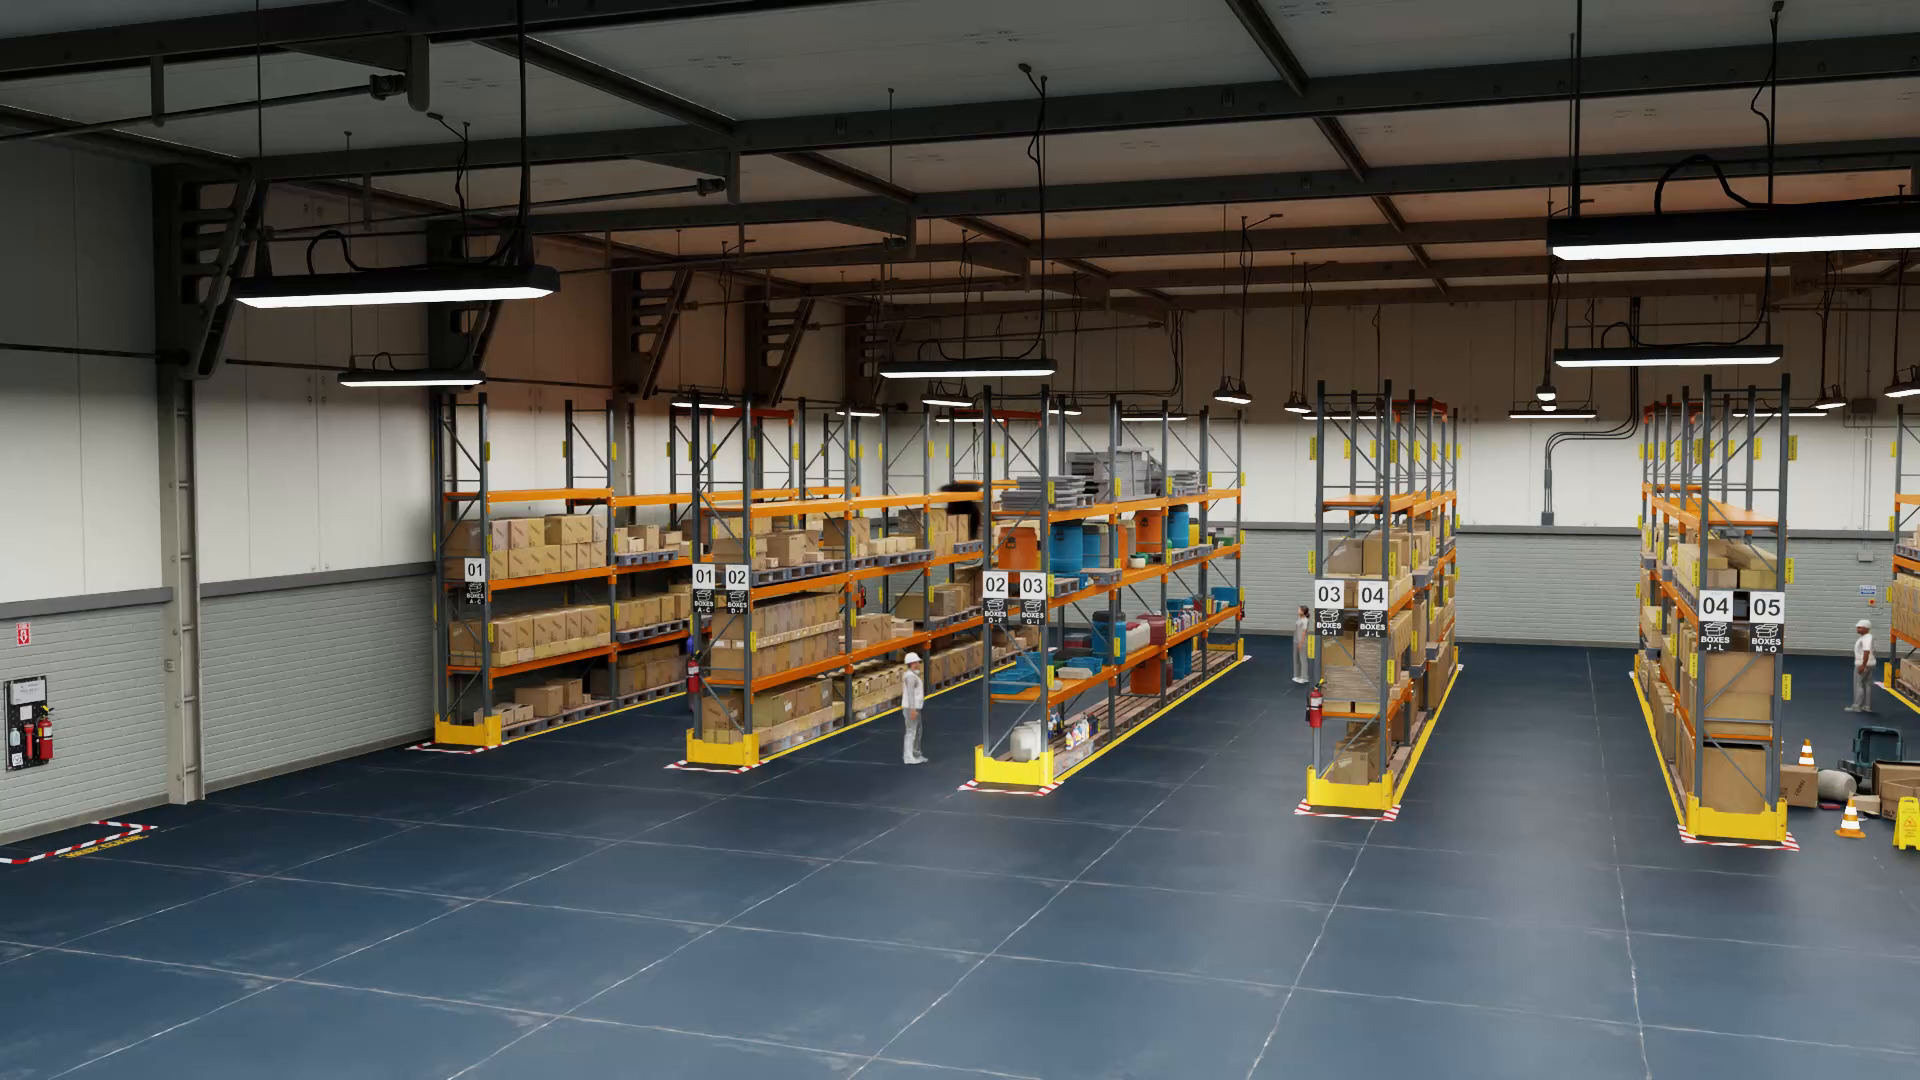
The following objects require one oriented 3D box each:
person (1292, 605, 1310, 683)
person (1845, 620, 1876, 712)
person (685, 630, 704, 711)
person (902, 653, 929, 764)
[{"bbox_3d":[7.394,2.245,36.051,0.373,1.677,0.458,-1,3,-23],"label":"person"},{"bbox_3d":[17.417,2.422,32.081,0.615,1.763,0.438,-2,4,-36],"label":"person"},{"bbox_3d":[-5.136,2.502,32.200,0.332,1.743,0.507,1,3,18],"label":"person"},{"bbox_3d":[-0.717,2.713,26.682,0.447,1.810,0.588,0,3,1],"label":"person"}]
